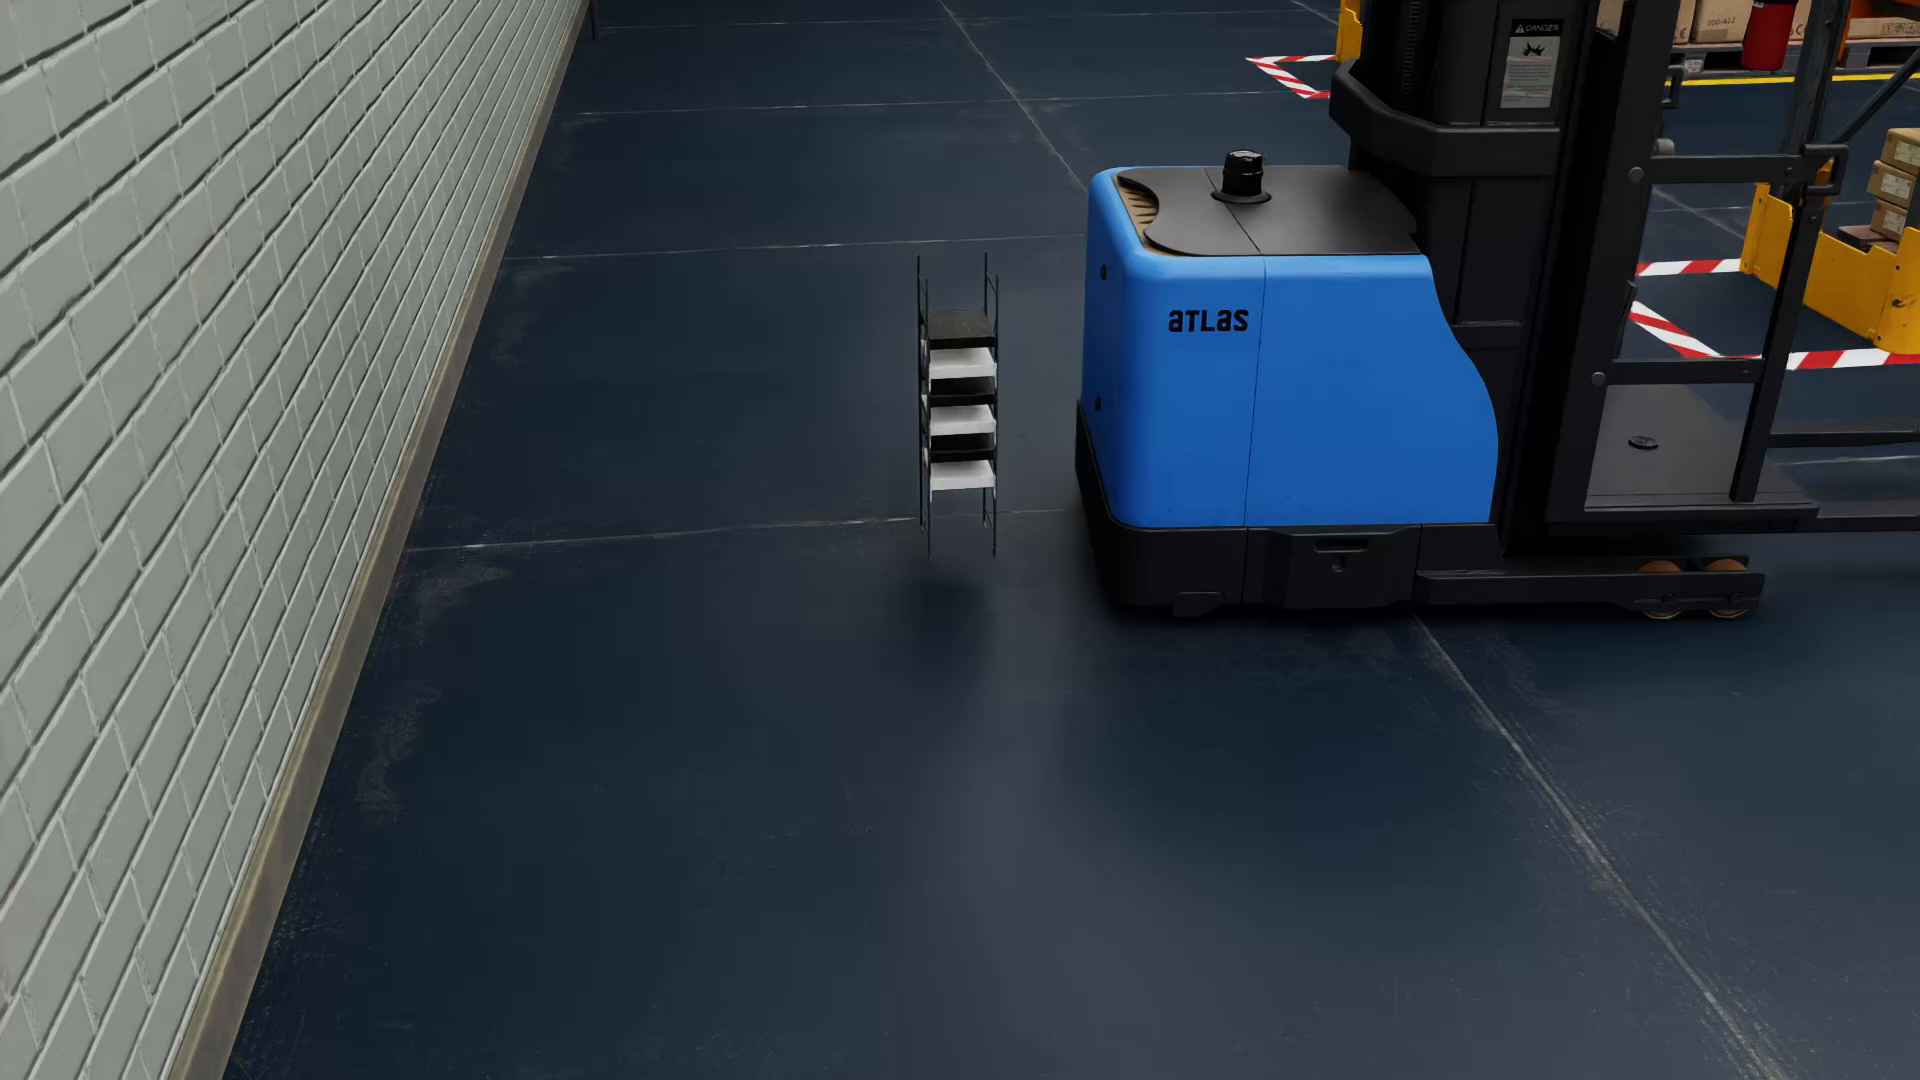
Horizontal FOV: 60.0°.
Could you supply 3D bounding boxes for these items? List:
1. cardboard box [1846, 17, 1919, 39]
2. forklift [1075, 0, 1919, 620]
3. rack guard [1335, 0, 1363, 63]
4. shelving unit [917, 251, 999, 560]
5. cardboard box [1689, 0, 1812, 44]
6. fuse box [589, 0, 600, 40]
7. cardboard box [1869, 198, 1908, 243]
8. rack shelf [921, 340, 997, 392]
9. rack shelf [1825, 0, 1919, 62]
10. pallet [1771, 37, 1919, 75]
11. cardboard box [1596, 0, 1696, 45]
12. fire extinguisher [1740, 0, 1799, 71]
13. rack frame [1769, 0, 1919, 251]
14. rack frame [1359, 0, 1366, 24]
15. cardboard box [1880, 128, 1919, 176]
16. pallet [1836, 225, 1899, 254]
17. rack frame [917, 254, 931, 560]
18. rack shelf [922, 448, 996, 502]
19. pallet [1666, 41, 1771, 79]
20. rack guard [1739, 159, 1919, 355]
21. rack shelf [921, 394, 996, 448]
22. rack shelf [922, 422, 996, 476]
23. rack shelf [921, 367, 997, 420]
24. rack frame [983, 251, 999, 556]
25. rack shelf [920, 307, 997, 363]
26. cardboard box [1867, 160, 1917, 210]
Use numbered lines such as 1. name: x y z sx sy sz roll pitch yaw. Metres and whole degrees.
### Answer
1. cardboard box: 6.302 -3.888 11.889 0.875 0.438 0.875 -4 27 -8
2. forklift: 1.915 -1.317 4.606 3.031 2.935 1.130 -1 27 -2
3. rack guard: 2.954 -3.465 11.455 0.348 0.500 1.175 -4 27 -7
4. shelving unit: -0.008 -0.400 5.044 0.210 0.900 0.258 -4 27 -7
5. cardboard box: 5.416 -3.831 11.777 0.875 0.438 0.875 -4 27 -9
6. fuse box: -2.751 -4.595 12.331 0.414 1.711 0.539 -4 27 -7
7. cardboard box: 4.260 -1.393 7.342 0.250 0.149 0.380 -3 27 -6
8. rack shelf: -0.008 -0.530 4.977 0.200 0.077 0.258 -4 27 -7
9. rack shelf: 5.748 -2.154 6.951 4.000 0.370 1.077 -4 27 -7
10. pallet: 6.175 -3.579 11.994 1.213 0.211 1.003 -4 27 -7
11. cardboard box: 4.523 -3.774 11.667 0.875 0.438 0.875 -3 27 -6
12. fire extinguisher: 3.454 -2.339 7.017 0.183 0.674 0.296 -4 27 -7
13. rack frame: 3.768 -2.347 6.539 0.127 3.000 1.000 -4 27 -7
14. rack frame: 2.978 -4.578 10.887 0.127 3.000 1.000 -4 27 -7
15. cardboard box: 4.257 -1.678 7.247 0.250 0.149 0.380 -3 27 -7
16. pallet: 4.652 -1.147 7.254 1.213 0.211 1.003 -4 27 -7
17. rack frame: -0.109 -0.393 5.031 0.006 0.900 0.240 -4 27 -7
18. rack shelf: -0.008 -0.210 5.141 0.200 0.077 0.258 -4 27 -7
19. pallet: 4.964 -3.500 11.840 1.213 0.211 1.003 -4 27 -7
20. rack guard: 3.843 -1.240 7.119 0.348 0.500 1.175 -4 27 -7
21. rack shelf: -0.008 -0.370 5.059 0.200 0.077 0.258 -4 27 -7
22. rack shelf: -0.008 -0.290 5.100 0.200 0.077 0.258 -4 27 -7
23. rack shelf: -0.008 -0.450 5.018 0.200 0.077 0.258 -4 27 -7
24. rack frame: 0.093 -0.406 5.056 0.006 0.900 0.240 -4 27 -7
25. rack shelf: -0.008 -0.610 4.936 0.200 0.077 0.258 -4 27 -7
26. cardboard box: 4.250 -1.560 7.342 0.250 0.149 0.380 -4 27 -8
